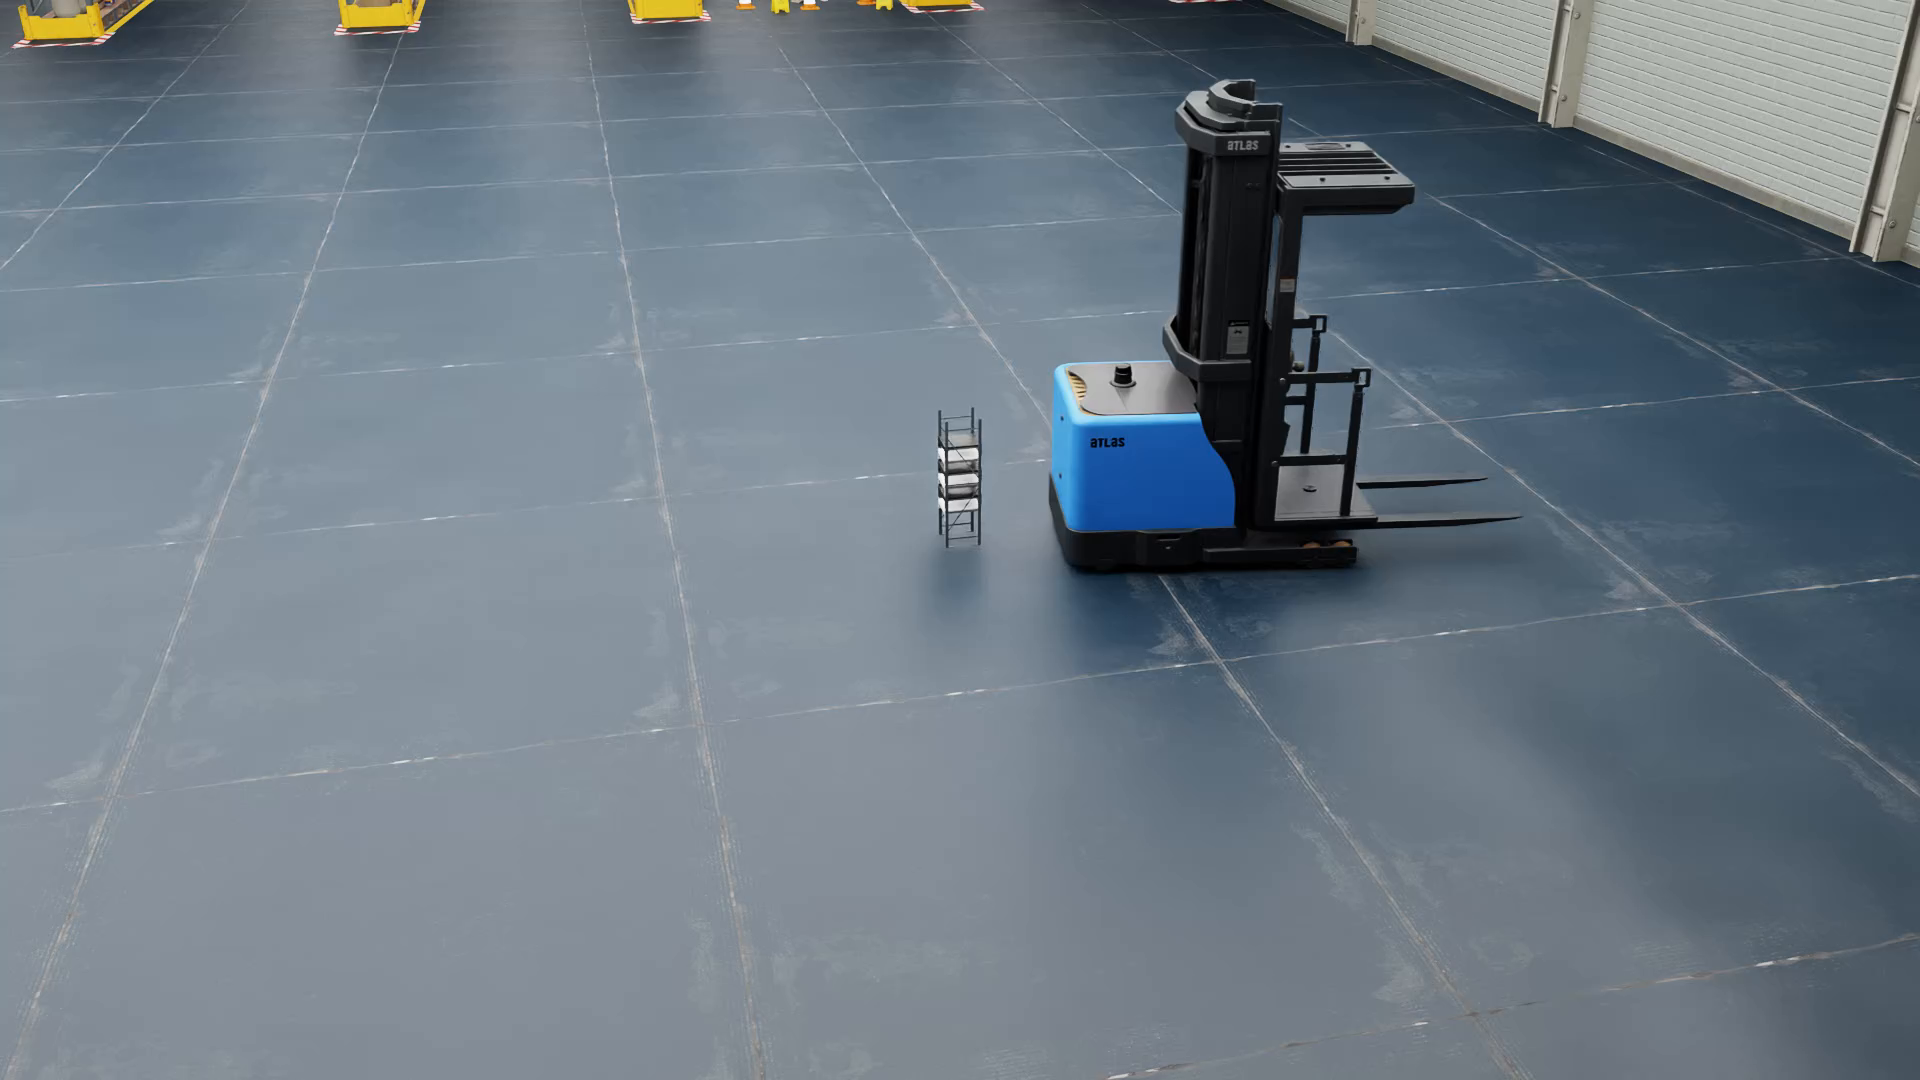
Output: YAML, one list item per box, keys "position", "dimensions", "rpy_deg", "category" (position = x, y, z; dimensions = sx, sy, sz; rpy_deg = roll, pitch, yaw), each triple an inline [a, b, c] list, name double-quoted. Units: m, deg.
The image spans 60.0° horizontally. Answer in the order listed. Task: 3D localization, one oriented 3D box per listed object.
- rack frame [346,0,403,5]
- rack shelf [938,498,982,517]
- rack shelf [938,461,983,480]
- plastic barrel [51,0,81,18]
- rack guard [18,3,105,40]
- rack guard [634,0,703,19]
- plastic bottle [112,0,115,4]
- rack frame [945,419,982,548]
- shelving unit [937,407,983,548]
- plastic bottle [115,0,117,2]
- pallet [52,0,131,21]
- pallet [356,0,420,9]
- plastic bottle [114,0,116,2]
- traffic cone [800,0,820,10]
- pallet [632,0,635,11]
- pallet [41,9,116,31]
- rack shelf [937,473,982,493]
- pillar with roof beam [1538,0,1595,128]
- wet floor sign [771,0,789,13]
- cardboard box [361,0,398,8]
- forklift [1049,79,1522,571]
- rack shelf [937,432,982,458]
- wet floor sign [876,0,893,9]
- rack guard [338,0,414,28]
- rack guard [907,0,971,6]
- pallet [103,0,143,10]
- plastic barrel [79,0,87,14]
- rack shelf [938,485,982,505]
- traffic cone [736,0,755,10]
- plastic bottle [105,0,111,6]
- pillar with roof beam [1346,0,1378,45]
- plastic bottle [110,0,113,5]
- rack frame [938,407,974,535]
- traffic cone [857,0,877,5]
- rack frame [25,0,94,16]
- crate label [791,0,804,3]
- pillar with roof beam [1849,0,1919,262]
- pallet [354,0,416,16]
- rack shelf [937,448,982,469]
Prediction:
- position: [-10.026, -10.207, 27.990]
  dimensions: [1.000, 3.000, 0.127]
  rpy_deg: [-6, 27, -12]
  category: "rack frame"
- position: [-0.002, -0.215, 10.997]
  dimensions: [0.258, 0.077, 0.200]
  rpy_deg: [-6, 27, -12]
  category: "rack shelf"
- position: [-0.002, -0.456, 10.875]
  dimensions: [0.258, 0.077, 0.200]
  rpy_deg: [-6, 27, -12]
  category: "rack shelf"
- position: [-15.075, -9.062, 28.017]
  dimensions: [0.421, 0.512, 0.421]
  rpy_deg: [0, 27, 0]
  category: "plastic barrel"
- position: [-14.915, -8.617, 27.614]
  dimensions: [1.175, 0.500, 0.348]
  rpy_deg: [-6, 27, -12]
  category: "rack guard"
- position: [-5.166, -9.540, 29.443]
  dimensions: [1.175, 0.500, 0.348]
  rpy_deg: [-6, 27, -12]
  category: "rack guard"
- position: [-14.990, -9.617, 29.347]
  dimensions: [0.061, 0.283, 0.133]
  rpy_deg: [-5, 27, -11]
  category: "plastic bottle"
- position: [0.021, -0.361, 10.812]
  dimensions: [0.240, 0.900, 0.006]
  rpy_deg: [-6, 27, -12]
  category: "rack frame"
- position: [-0.002, -0.405, 10.901]
  dimensions: [0.258, 0.900, 0.210]
  rpy_deg: [-6, 27, -12]
  category: "shelving unit"
- position: [-15.057, -9.705, 29.534]
  dimensions: [0.097, 0.271, 0.097]
  rpy_deg: [0, 27, 0]
  category: "plastic bottle"
- position: [-15.364, -9.380, 29.445]
  dimensions: [1.003, 0.211, 1.213]
  rpy_deg: [-6, 27, -12]
  category: "pallet"
- position: [-10.463, -9.890, 30.457]
  dimensions: [1.003, 0.211, 1.213]
  rpy_deg: [-6, 27, -12]
  category: "pallet"
- position: [-15.034, -9.661, 29.447]
  dimensions: [0.097, 0.271, 0.097]
  rpy_deg: [0, 27, 0]
  category: "plastic bottle"
- position: [-2.730, -9.877, 30.151]
  dimensions: [0.336, 0.463, 0.334]
  rpy_deg: [-6, 27, -12]
  category: "traffic cone"
- position: [-5.427, -9.765, 30.208]
  dimensions: [1.003, 0.211, 1.213]
  rpy_deg: [-6, 27, -12]
  category: "pallet"
- position: [-15.093, -8.845, 28.386]
  dimensions: [1.003, 0.211, 1.213]
  rpy_deg: [-6, 27, -12]
  category: "pallet"
- position: [-0.002, -0.376, 10.916]
  dimensions: [0.258, 0.077, 0.200]
  rpy_deg: [-6, 27, -12]
  category: "rack shelf"
- position: [3.695, -9.089, 19.118]
  dimensions: [9.100, 9.000, 0.400]
  rpy_deg: [-6, 27, -12]
  category: "pillar with roof beam"
- position: [-3.235, -9.804, 29.804]
  dimensions: [0.267, 0.644, 0.232]
  rpy_deg: [-11, 29, -20]
  category: "wet floor sign"
- position: [-10.151, -9.555, 29.005]
  dimensions: [0.500, 0.500, 0.500]
  rpy_deg: [-1, 27, -2]
  category: "cardboard box"
- position: [2.152, -1.361, 10.541]
  dimensions: [3.031, 2.935, 1.130]
  rpy_deg: [-2, 27, -4]
  category: "forklift"
- position: [-0.002, -0.617, 10.794]
  dimensions: [0.258, 0.077, 0.200]
  rpy_deg: [-6, 27, -12]
  category: "rack shelf"
- position: [-1.371, -9.970, 30.134]
  dimensions: [0.267, 0.644, 0.232]
  rpy_deg: [3, 27, 6]
  category: "wet floor sign"
- position: [-10.043, -9.125, 28.620]
  dimensions: [1.175, 0.500, 0.348]
  rpy_deg: [-6, 27, -12]
  category: "rack guard"
- position: [-0.388, -10.131, 30.613]
  dimensions: [1.175, 0.500, 0.348]
  rpy_deg: [-6, 27, -12]
  category: "rack guard"
- position: [-15.642, -9.916, 30.509]
  dimensions: [1.003, 0.211, 1.213]
  rpy_deg: [-6, 27, -12]
  category: "pallet"
- position: [-15.188, -9.282, 28.453]
  dimensions: [0.421, 0.512, 0.421]
  rpy_deg: [0, 27, 0]
  category: "plastic barrel"
- position: [-0.002, -0.295, 10.956]
  dimensions: [0.258, 0.077, 0.200]
  rpy_deg: [-6, 27, -12]
  category: "rack shelf"
- position: [-3.907, -9.911, 30.219]
  dimensions: [0.336, 0.463, 0.334]
  rpy_deg: [-6, 27, -12]
  category: "traffic cone"
- position: [-14.957, -9.510, 29.149]
  dimensions: [0.097, 0.271, 0.097]
  rpy_deg: [0, 27, 0]
  category: "plastic bottle"
- position: [2.343, -11.723, 24.336]
  dimensions: [9.100, 9.000, 0.400]
  rpy_deg: [-6, 27, -12]
  category: "pillar with roof beam"
- position: [-14.980, -9.524, 29.255]
  dimensions: [0.097, 0.201, 0.097]
  rpy_deg: [0, 27, 0]
  category: "plastic bottle"
- position: [-0.025, -0.450, 10.989]
  dimensions: [0.240, 0.900, 0.006]
  rpy_deg: [-6, 27, -12]
  category: "rack frame"
- position: [-1.725, -10.139, 30.670]
  dimensions: [0.336, 0.463, 0.334]
  rpy_deg: [-6, 27, -12]
  category: "traffic cone"
- position: [-14.852, -9.704, 26.994]
  dimensions: [1.000, 3.000, 0.127]
  rpy_deg: [-6, 27, -12]
  category: "rack frame"
- position: [-2.967, -10.070, 30.896]
  dimensions: [0.250, 0.136, 0.298]
  rpy_deg: [-23, 35, -38]
  category: "crate label"
- position: [5.047, -6.455, 13.899]
  dimensions: [9.100, 9.000, 0.400]
  rpy_deg: [-6, 27, -12]
  category: "pillar with roof beam"
- position: [-10.192, -9.356, 29.398]
  dimensions: [1.003, 0.211, 1.213]
  rpy_deg: [-6, 27, -12]
  category: "pallet"
- position: [-0.002, -0.536, 10.835]
  dimensions: [0.258, 0.077, 0.200]
  rpy_deg: [-6, 27, -12]
  category: "rack shelf"
